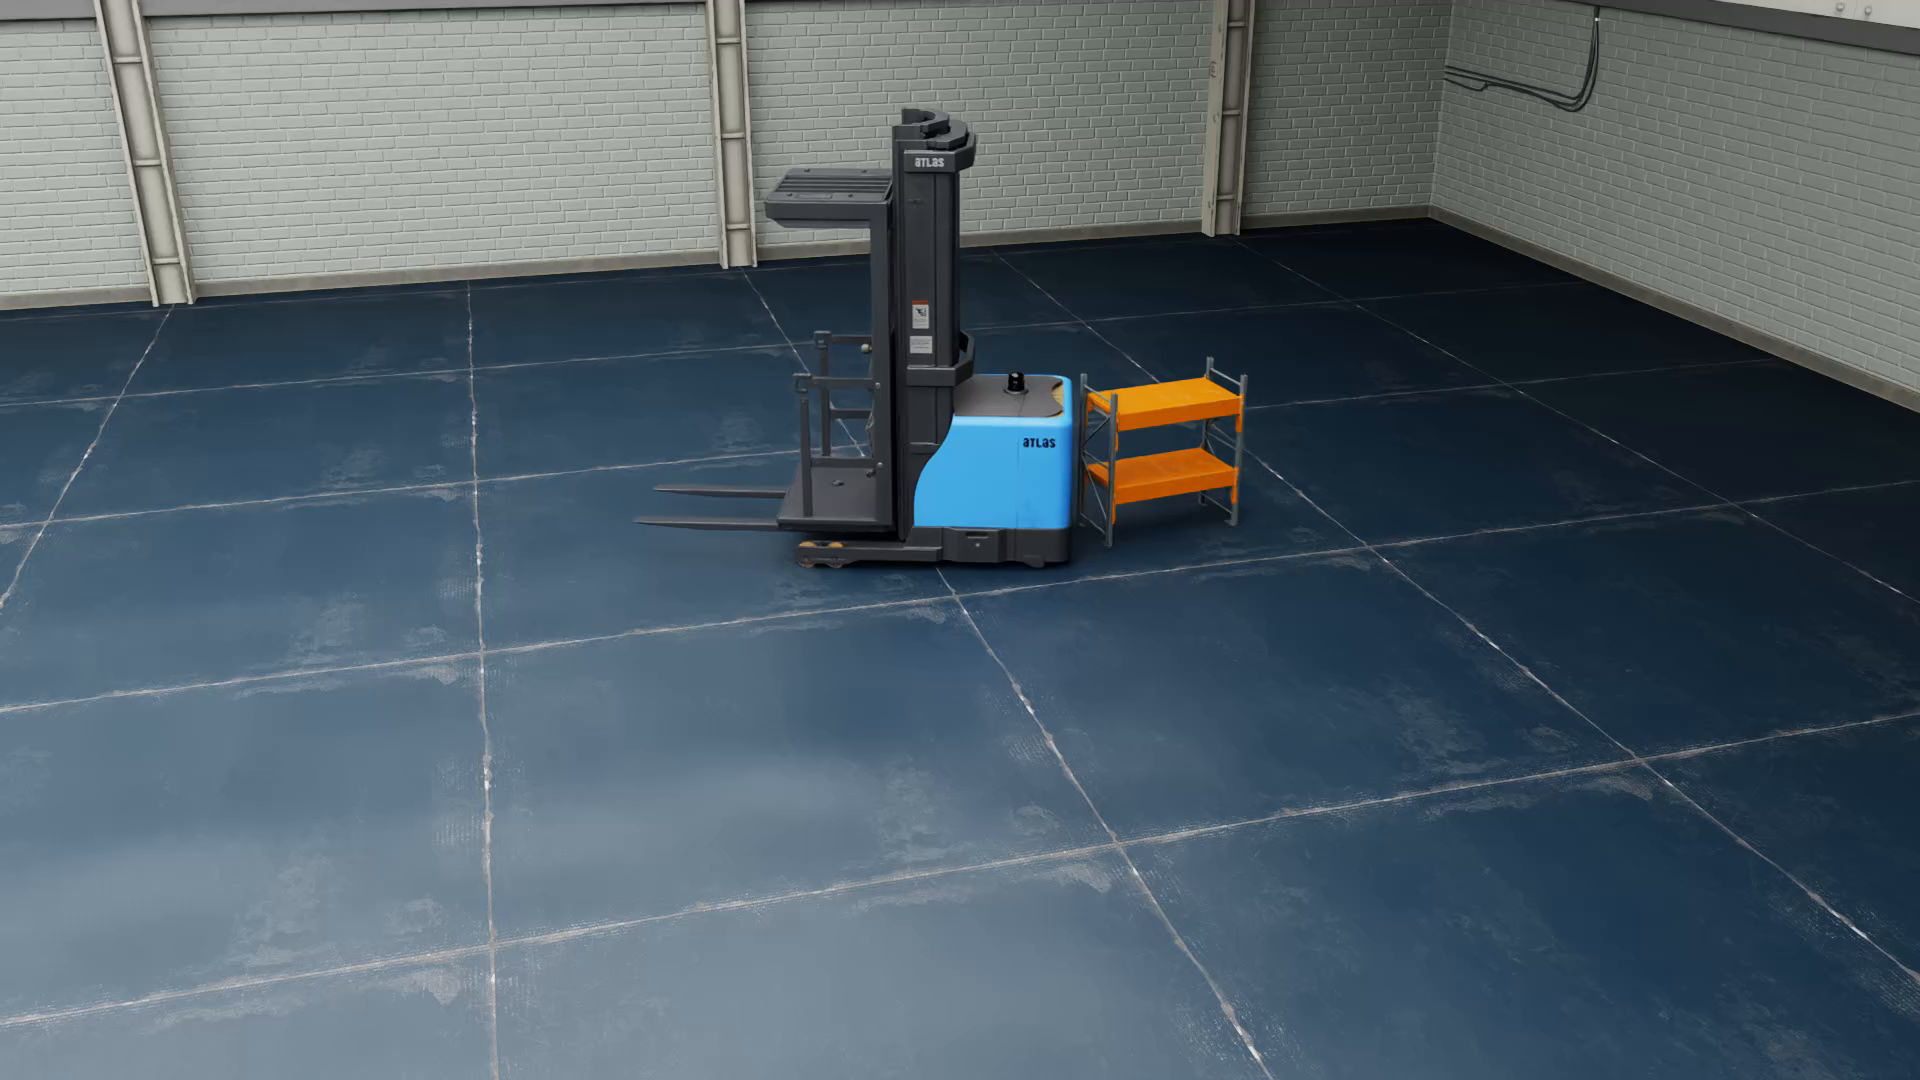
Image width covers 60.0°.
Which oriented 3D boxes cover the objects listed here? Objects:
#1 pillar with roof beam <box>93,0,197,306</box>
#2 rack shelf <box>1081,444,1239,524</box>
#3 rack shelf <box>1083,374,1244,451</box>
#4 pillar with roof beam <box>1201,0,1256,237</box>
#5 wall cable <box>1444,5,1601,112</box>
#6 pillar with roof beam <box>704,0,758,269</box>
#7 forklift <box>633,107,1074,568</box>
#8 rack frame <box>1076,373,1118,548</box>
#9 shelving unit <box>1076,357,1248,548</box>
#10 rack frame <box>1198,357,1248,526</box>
[{"bbox_3d":[-7.163,-5.032,12.066,0.400,9.000,9.100,-6,24,-14],"label":"pillar with roof beam"},{"bbox_3d":[1.420,-0.407,11.892,1.000,0.278,0.538,-9,25,-21],"label":"rack shelf"},{"bbox_3d":[1.420,-0.901,11.680,1.000,0.278,0.538,-9,25,-21],"label":"rack shelf"},{"bbox_3d":[4.391,-6.311,15.045,0.400,9.000,9.100,-6,24,-14],"label":"pillar with roof beam"},{"bbox_3d":[6.422,-6.330,19.028,0.112,2.526,3.097,-6,24,-14],"label":"wall cable"},{"bbox_3d":[-1.386,-5.672,13.556,0.400,9.000,9.100,-6,24,-14],"label":"pillar with roof beam"},{"bbox_3d":[-0.732,-1.368,11.221,3.031,2.935,1.130,1,23,3],"label":"forklift"},{"bbox_3d":[0.952,-0.553,11.613,0.032,1.125,0.500,-9,25,-21],"label":"rack frame"},{"bbox_3d":[1.420,-0.632,11.795,1.048,1.125,0.538,-9,25,-21],"label":"shelving unit"},{"bbox_3d":[1.888,-0.710,11.978,0.032,1.125,0.500,-9,25,-21],"label":"rack frame"}]
